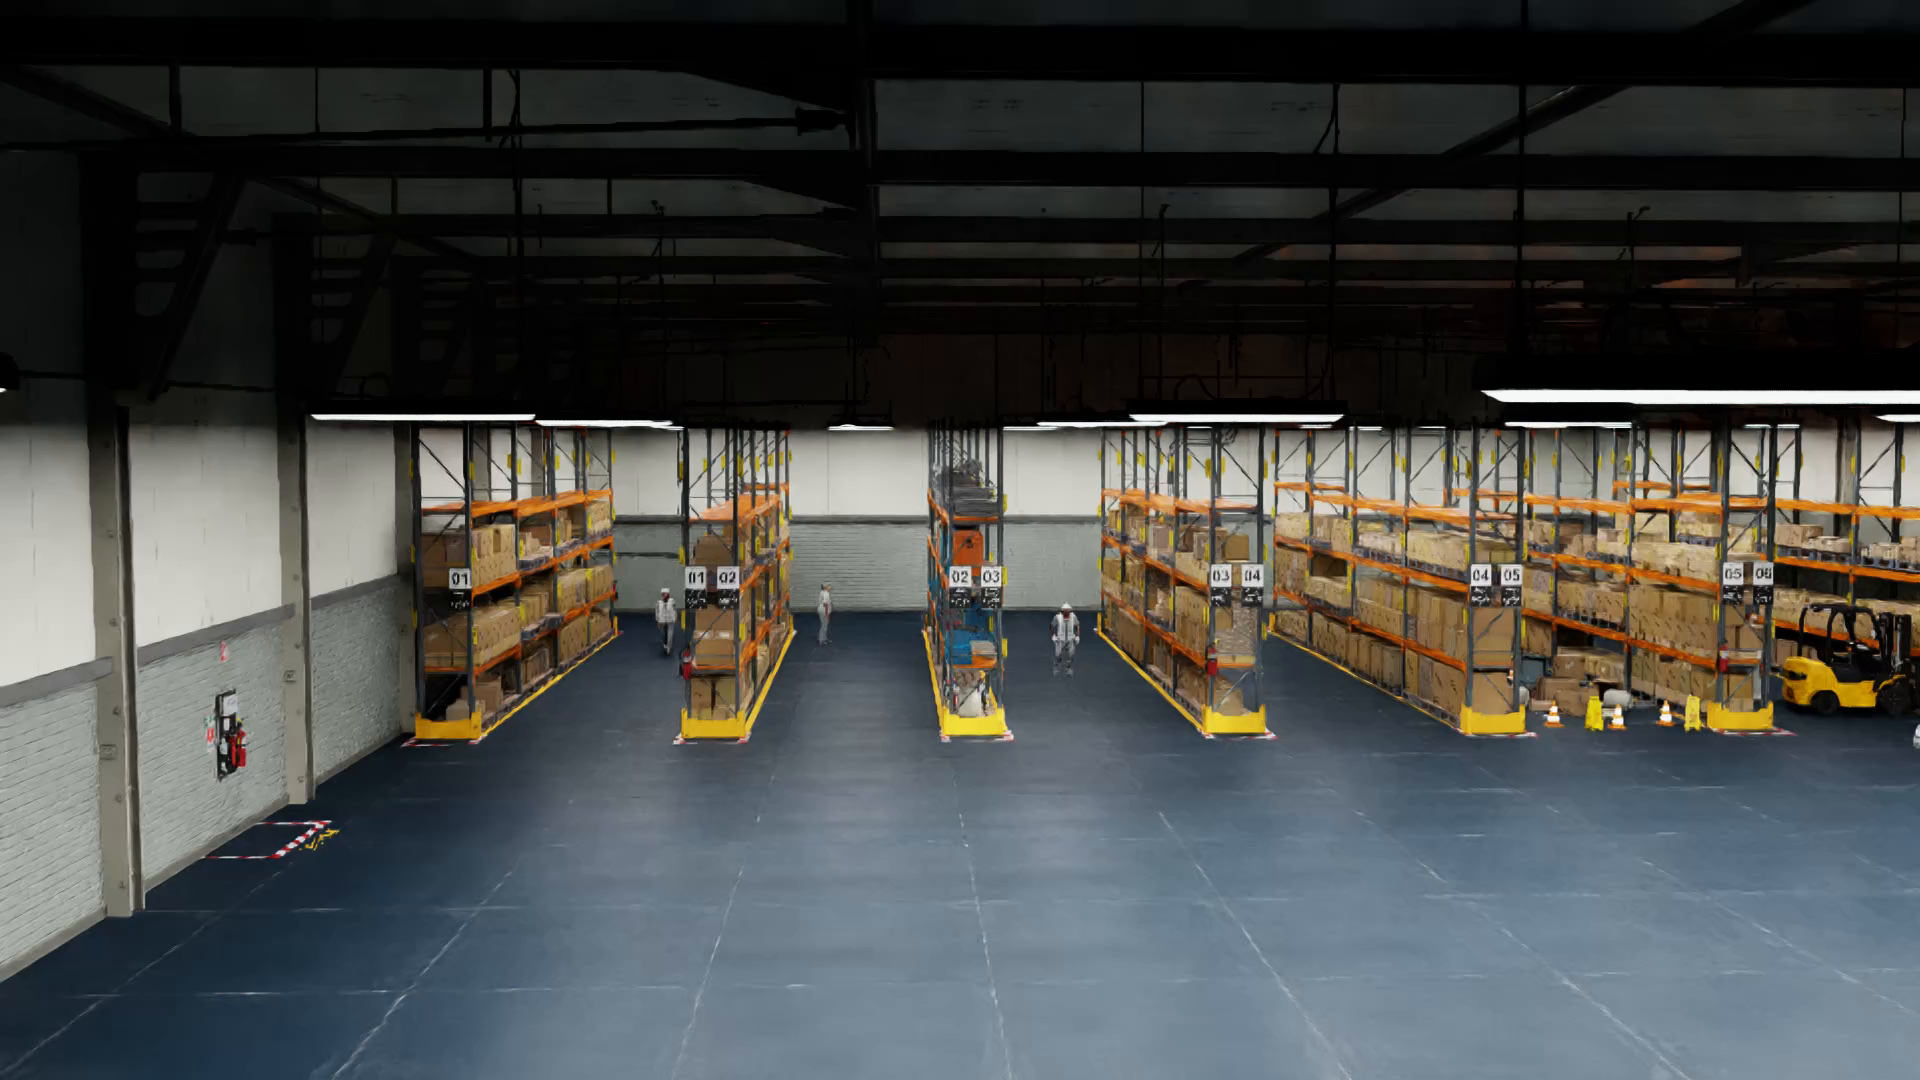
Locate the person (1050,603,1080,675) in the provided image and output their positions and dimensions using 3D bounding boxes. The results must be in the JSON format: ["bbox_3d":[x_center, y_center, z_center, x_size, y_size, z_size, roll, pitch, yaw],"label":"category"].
[{"bbox_3d":[2.462,2.323,38.951,0.702,1.735,0.549,0,4,-5],"label":"person"}]

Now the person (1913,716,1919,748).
[{"bbox_3d":[17.339,2.930,29.492,0.553,1.706,1.123,0,4,0],"label":"person"}]

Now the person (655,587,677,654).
[{"bbox_3d":[-7.600,2.062,42.946,0.543,1.700,1.115,0,4,0],"label":"person"}]

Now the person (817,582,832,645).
[{"bbox_3d":[-3.631,1.961,44.697,0.394,1.674,0.636,-1,4,-12],"label":"person"}]

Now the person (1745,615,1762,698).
[{"bbox_3d":[16.961,2.488,35.701,0.556,1.781,0.631,2,4,27],"label":"person"}]
